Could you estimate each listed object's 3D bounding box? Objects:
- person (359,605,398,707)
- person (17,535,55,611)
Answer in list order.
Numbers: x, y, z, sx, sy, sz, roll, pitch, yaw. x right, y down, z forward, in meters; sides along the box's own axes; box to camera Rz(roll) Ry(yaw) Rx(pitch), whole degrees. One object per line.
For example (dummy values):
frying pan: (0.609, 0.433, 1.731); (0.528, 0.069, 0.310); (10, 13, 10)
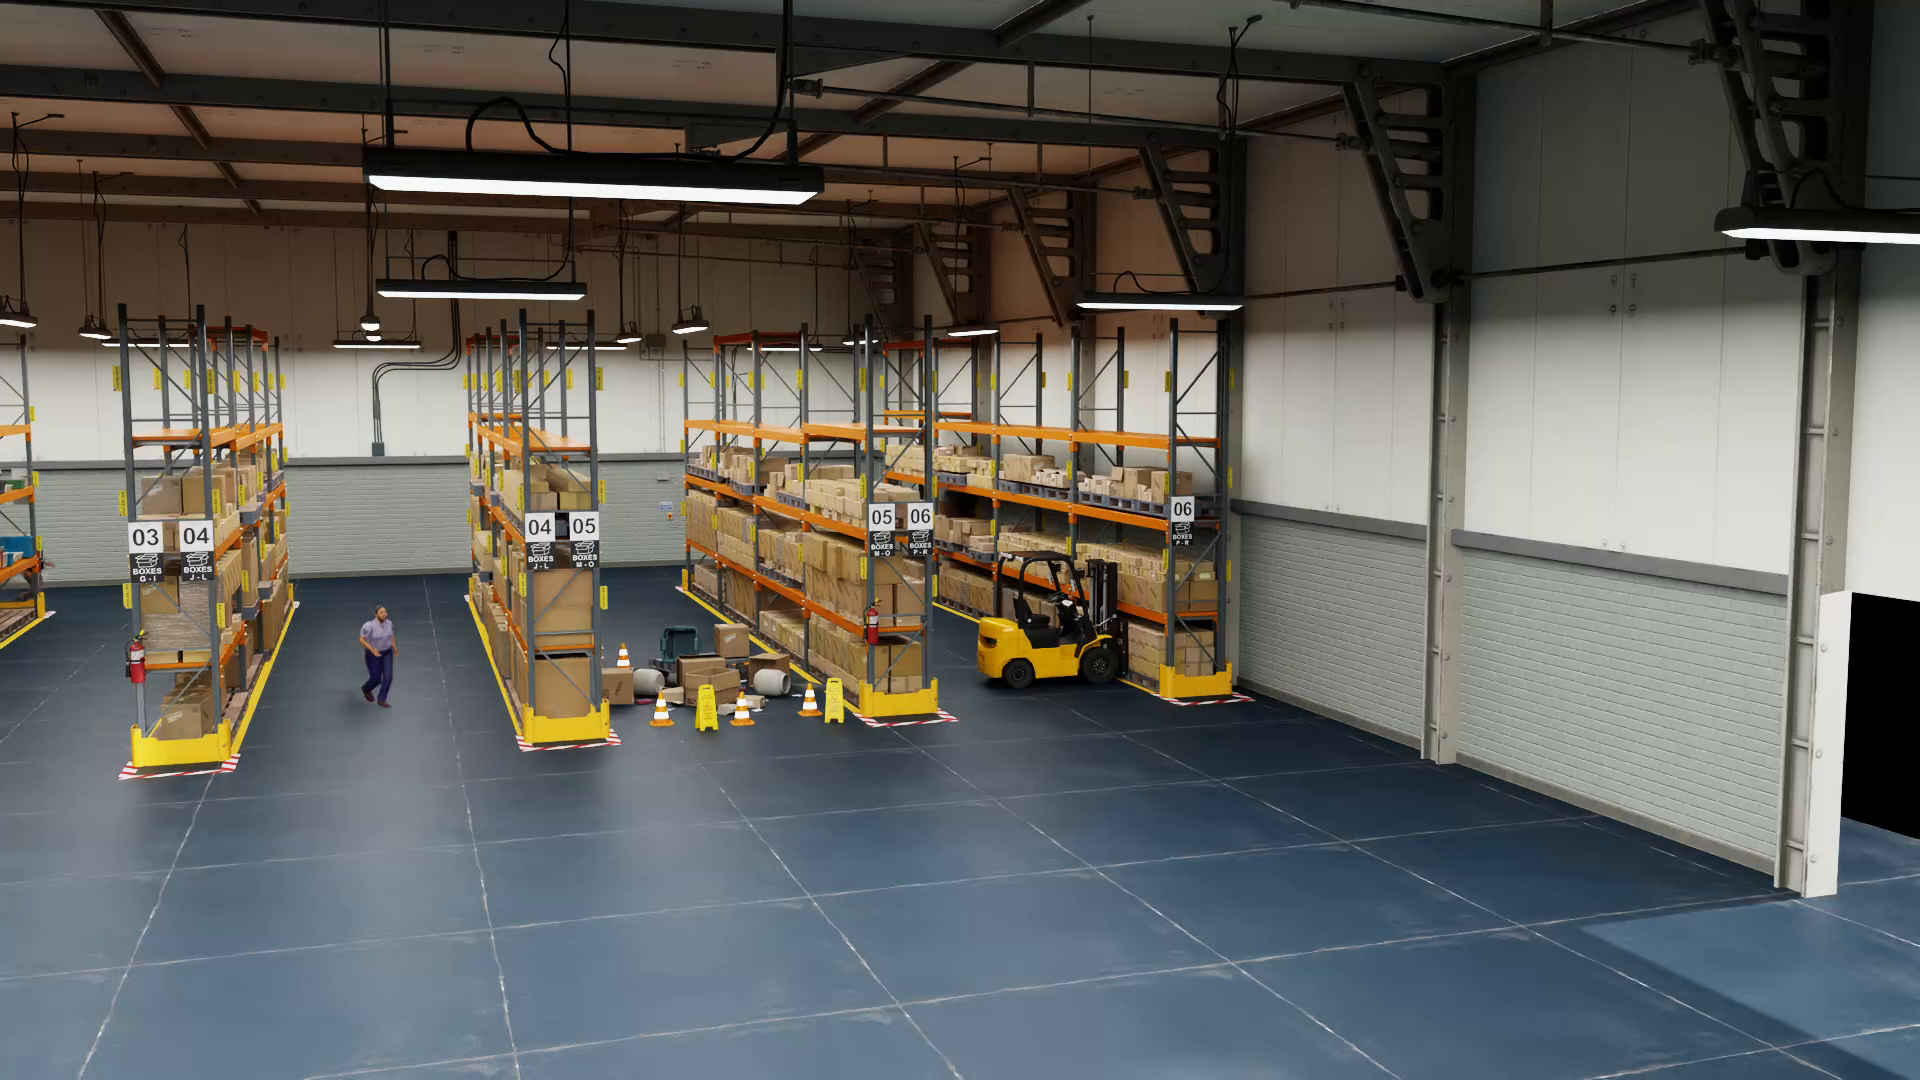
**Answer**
person: (-9.026, 1.793, 25.746); (0.606, 1.582, 0.637); (-5, 8, -44)
person: (-20.275, 0.728, 36.300); (0.823, 1.691, 0.675); (1, 5, 7)
